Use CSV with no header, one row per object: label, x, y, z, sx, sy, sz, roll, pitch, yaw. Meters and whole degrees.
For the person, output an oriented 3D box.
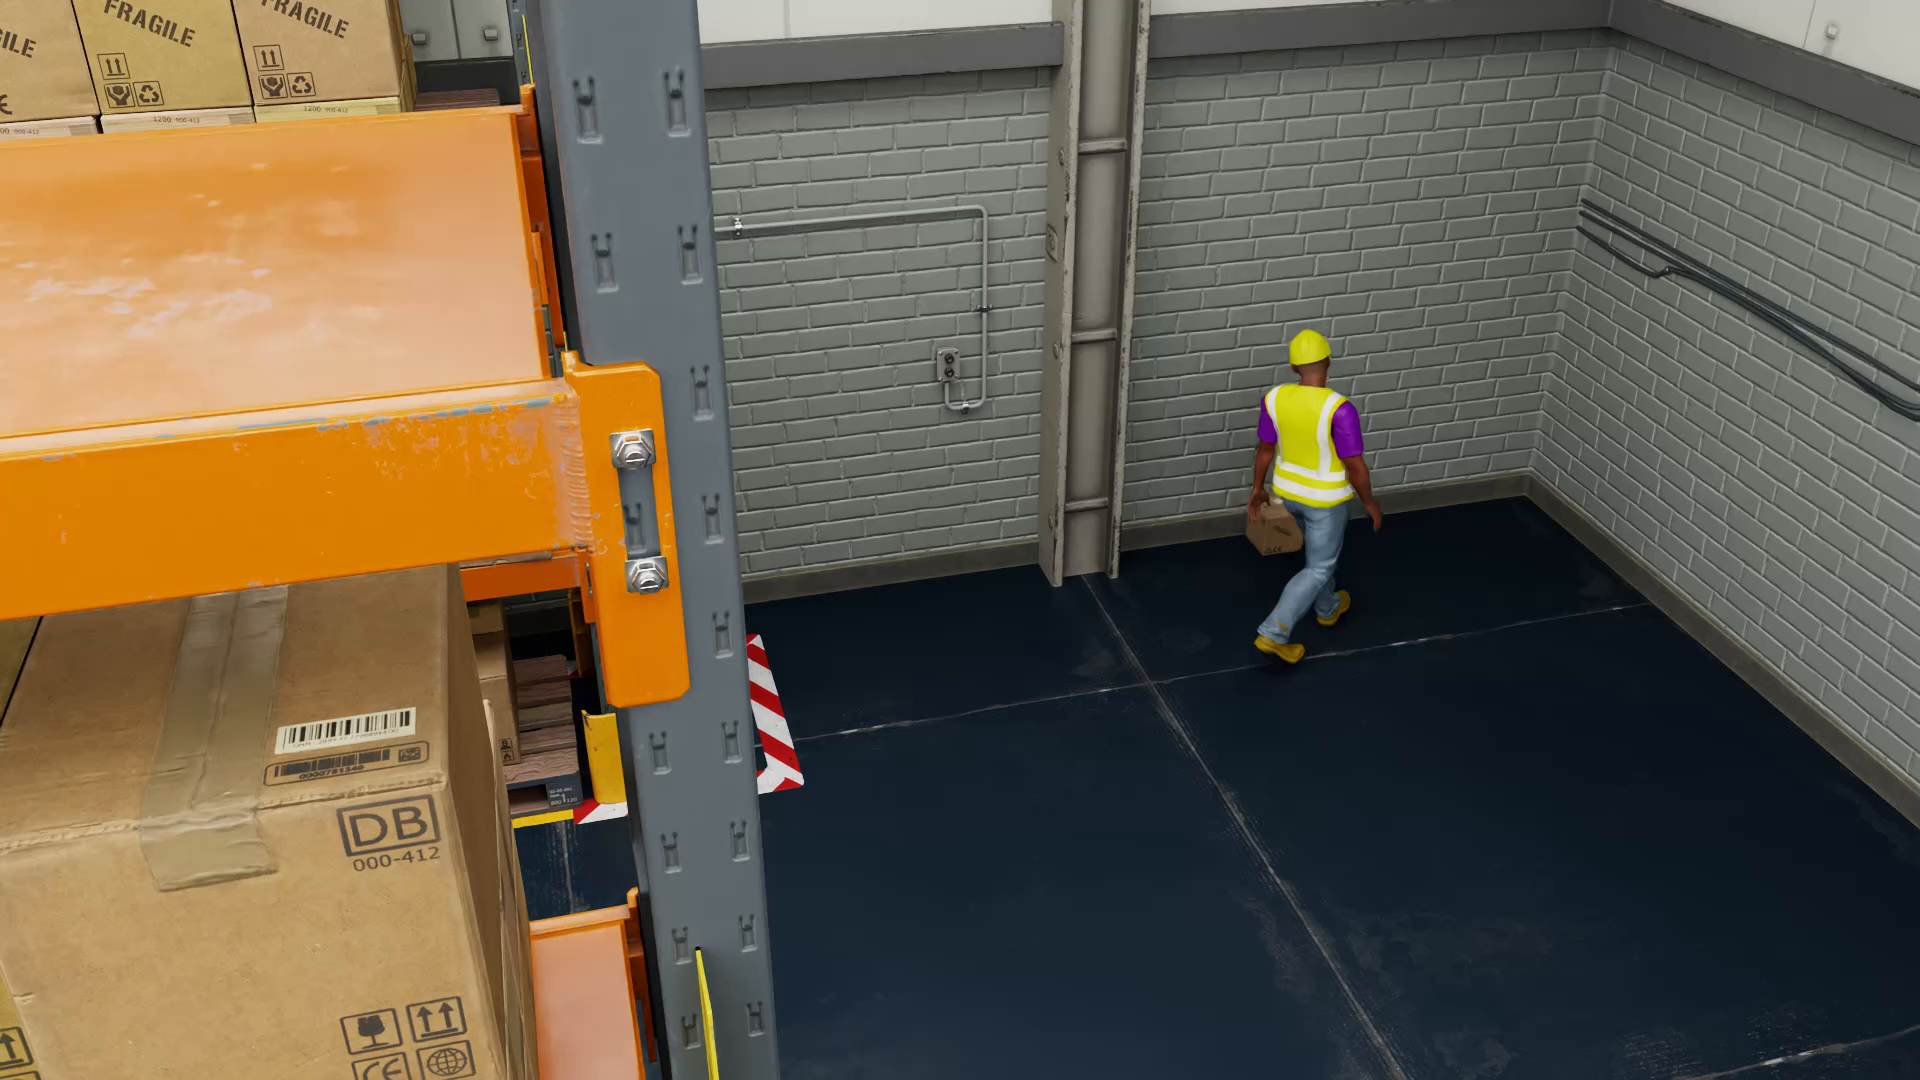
person,1.818,-0.228,8.511,0.949,1.725,0.655,-24,38,-35
